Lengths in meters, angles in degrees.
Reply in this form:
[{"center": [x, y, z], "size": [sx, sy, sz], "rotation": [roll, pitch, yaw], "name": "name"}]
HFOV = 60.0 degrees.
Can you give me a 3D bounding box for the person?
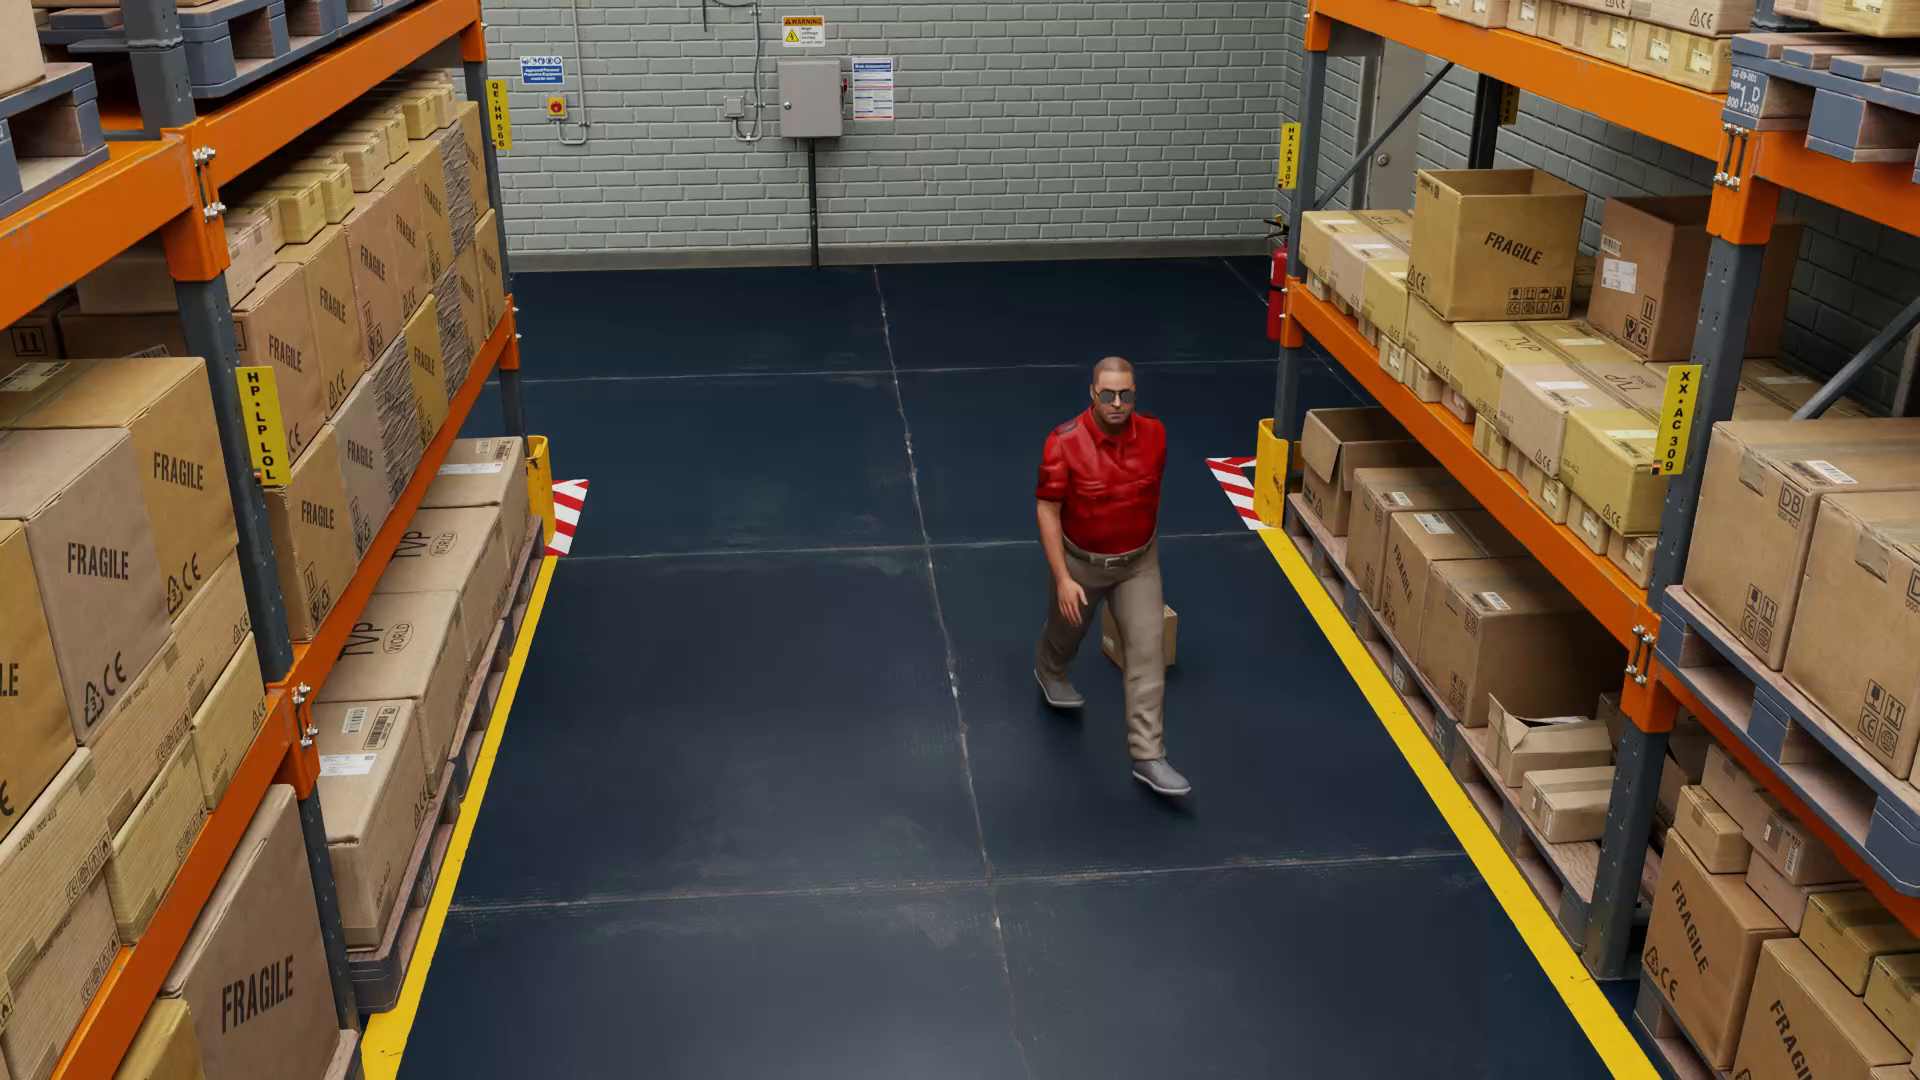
[{"center": [0.562, 0.079, 6.448], "size": [0.576, 1.651, 1.113], "rotation": [-5, 24, -10], "name": "person"}]
